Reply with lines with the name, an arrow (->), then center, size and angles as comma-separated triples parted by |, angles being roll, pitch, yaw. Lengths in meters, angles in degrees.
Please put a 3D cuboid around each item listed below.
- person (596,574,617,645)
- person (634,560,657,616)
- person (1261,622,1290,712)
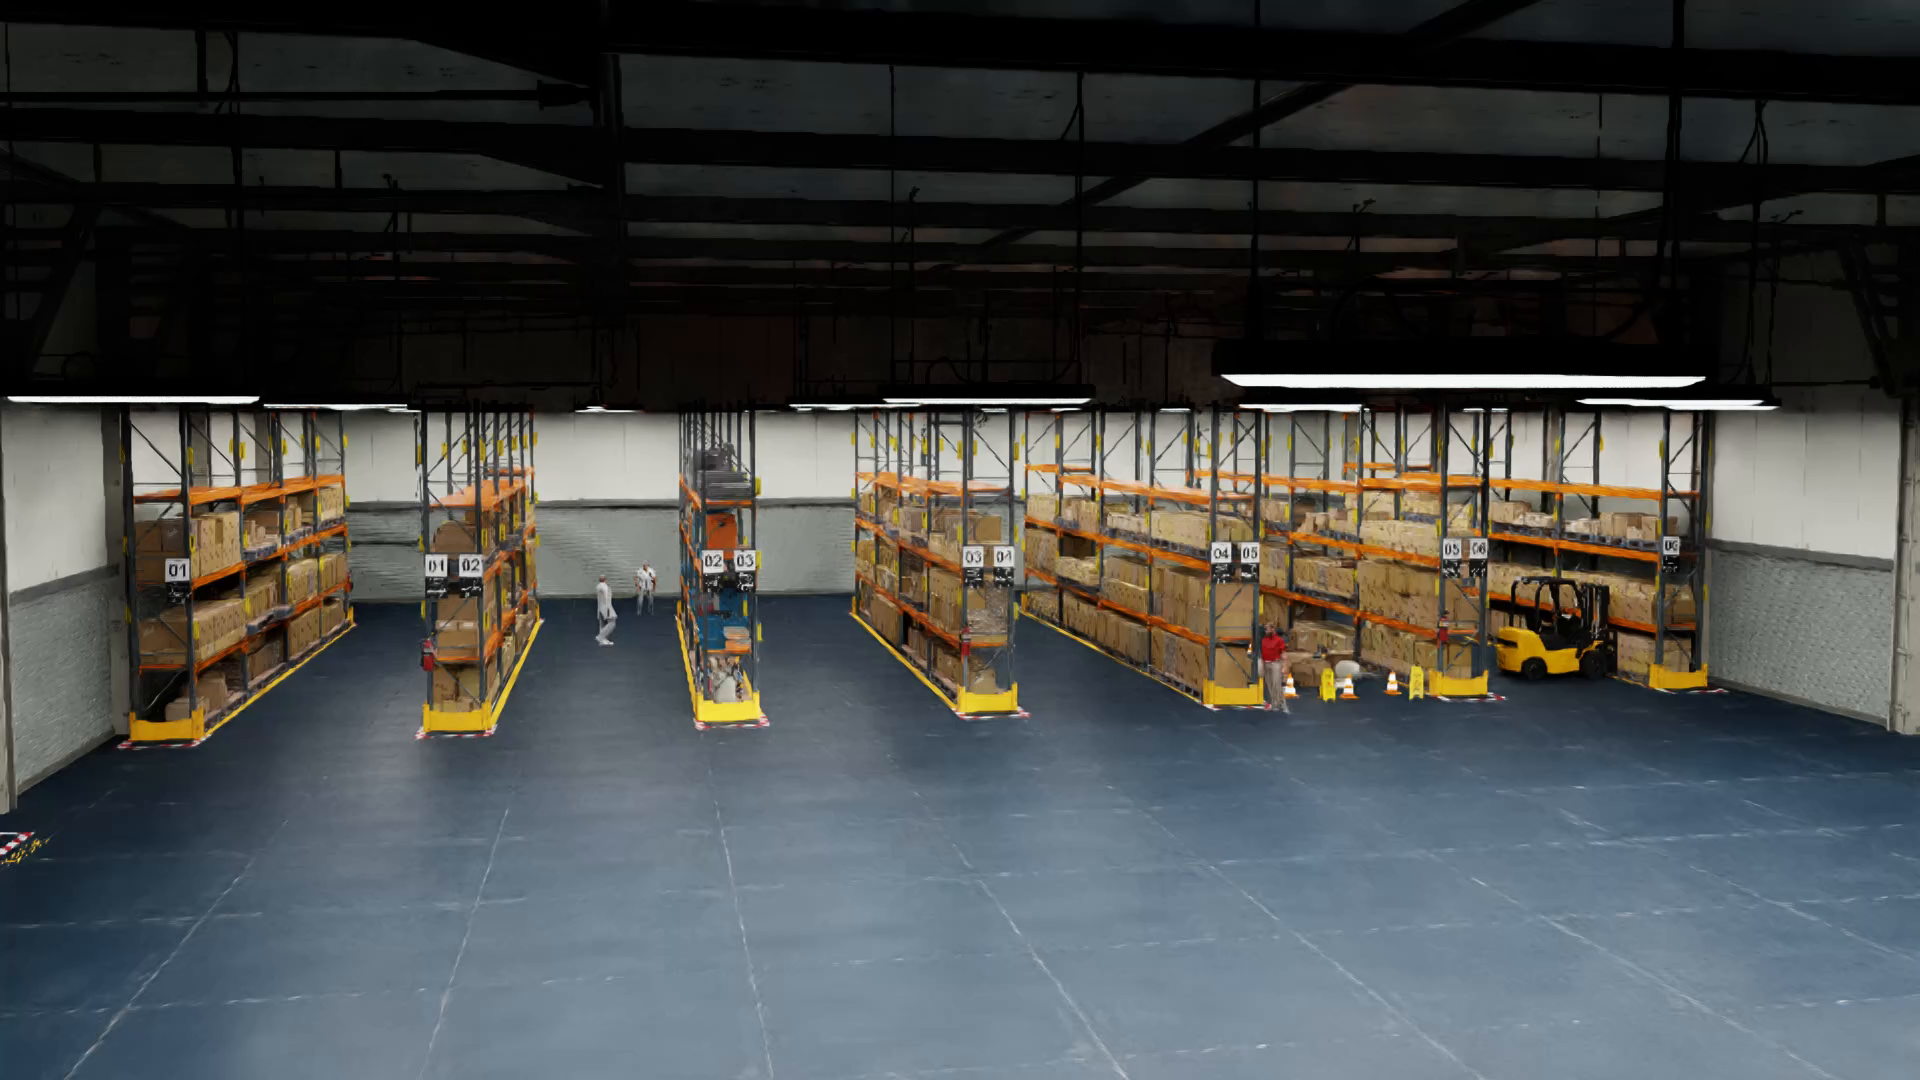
person -> -8.800, 1.725, 41.230 | 0.487, 1.775, 0.629 | -3, 5, -35
person -> -8.939, 1.359, 47.306 | 0.625, 1.611, 0.582 | -1, 4, -13
person -> 6.061, 2.438, 32.005 | 0.437, 1.720, 0.652 | -4, 6, -42
